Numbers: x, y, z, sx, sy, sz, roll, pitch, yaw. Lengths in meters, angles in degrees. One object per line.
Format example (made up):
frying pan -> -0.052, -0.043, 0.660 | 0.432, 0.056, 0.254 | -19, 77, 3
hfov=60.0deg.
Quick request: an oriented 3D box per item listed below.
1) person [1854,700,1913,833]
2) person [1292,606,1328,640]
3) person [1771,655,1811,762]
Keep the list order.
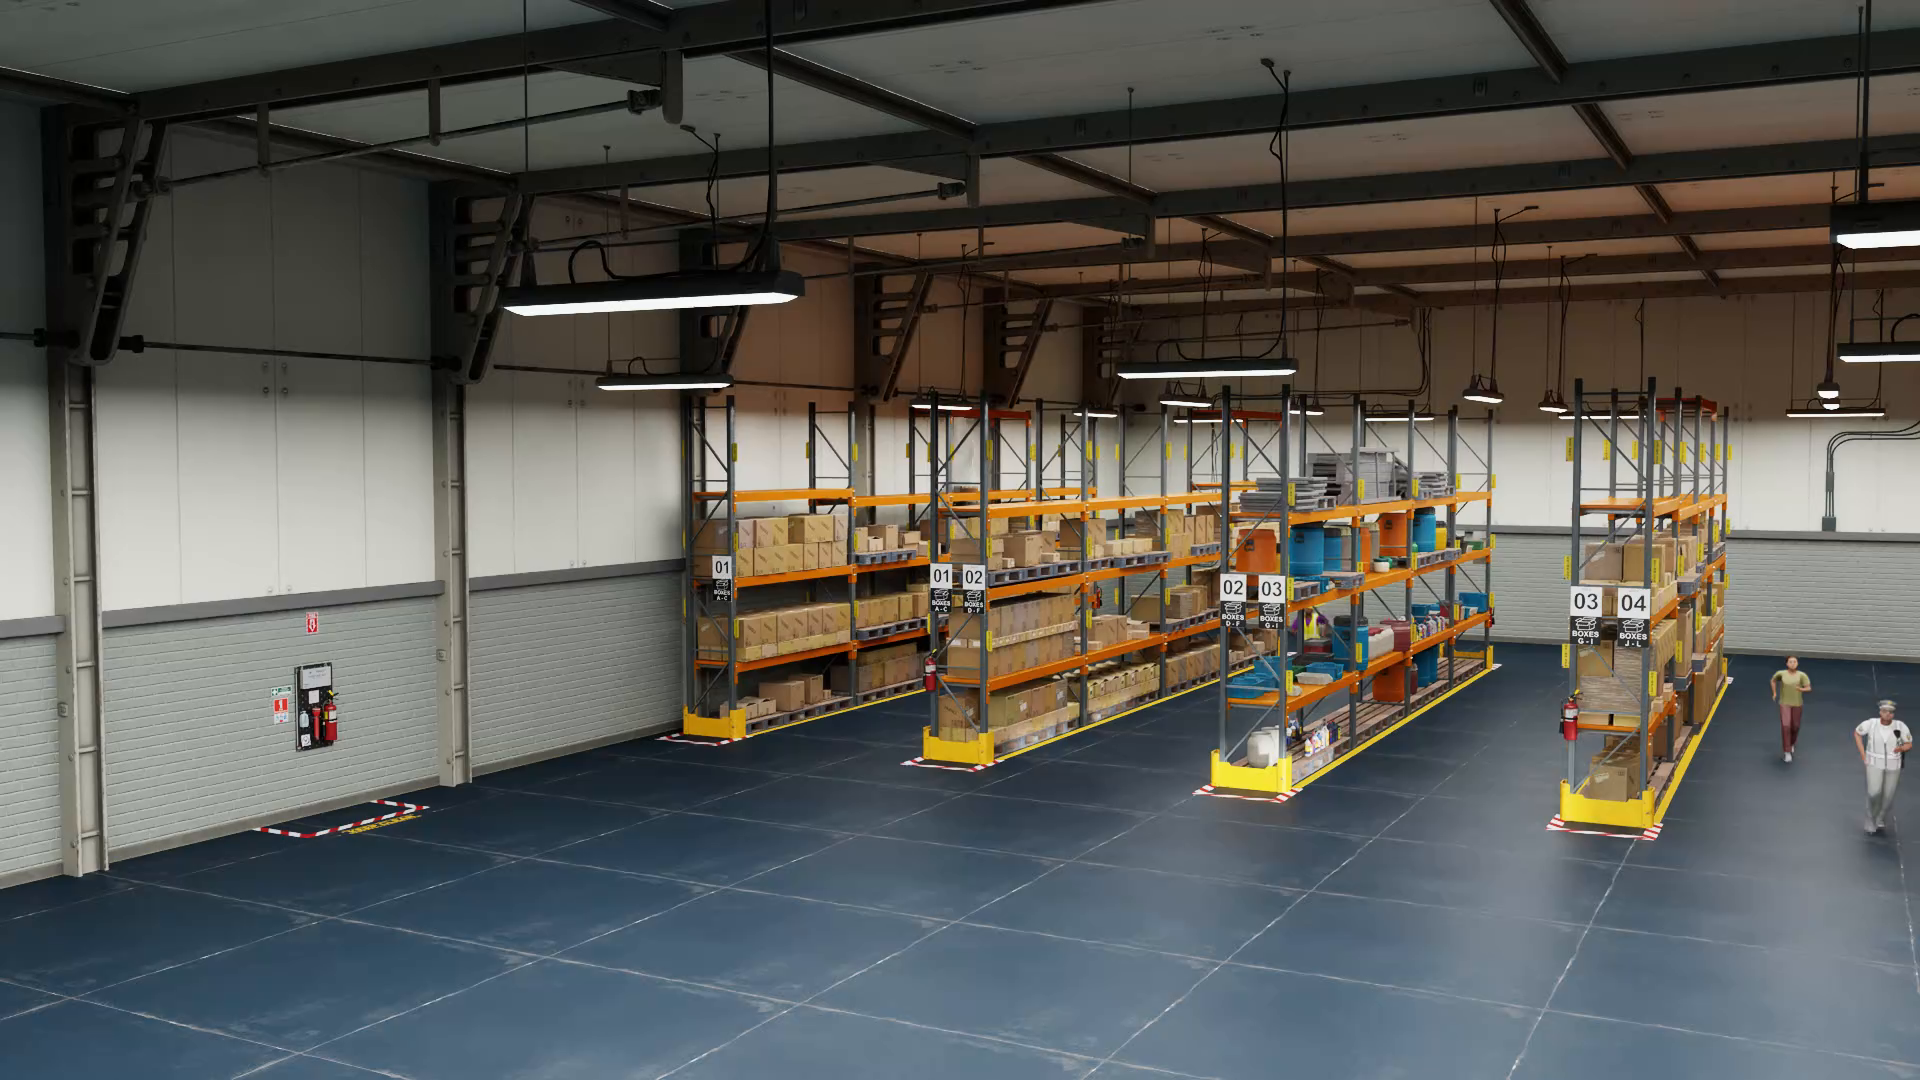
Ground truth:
person -> 12.148, 2.979, 21.861 | 0.647, 1.781, 0.746 | 1, 3, 19
person -> 7.543, 2.248, 35.942 | 0.731, 1.812, 0.937 | 1, 3, 22
person -> 13.579, 2.716, 27.166 | 0.565, 1.687, 0.933 | 1, 3, 19
